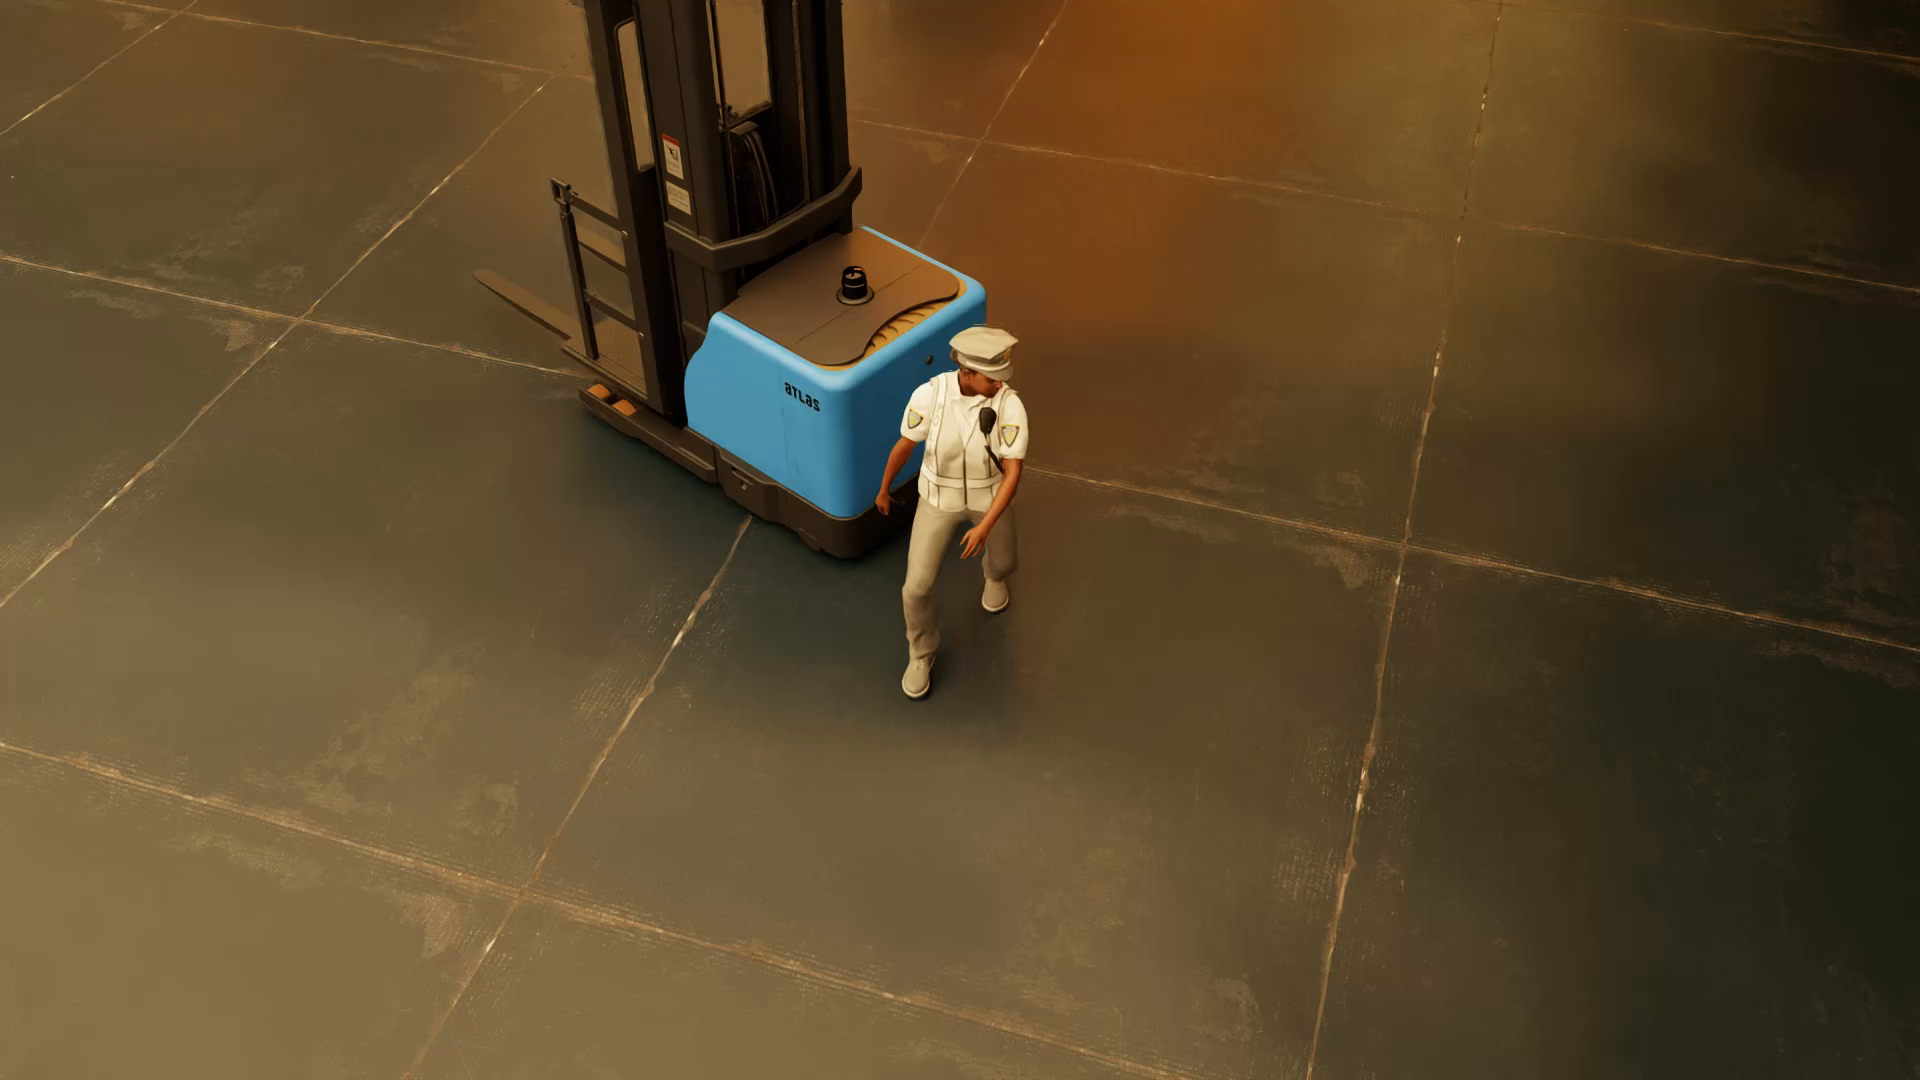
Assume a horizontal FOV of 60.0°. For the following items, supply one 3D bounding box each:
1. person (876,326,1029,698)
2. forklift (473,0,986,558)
[{"bbox_3d":[-0.039,-0.162,6.858,0.623,1.575,0.803,-2,43,-2],"label":"person"},{"bbox_3d":[-1.304,-1.855,7.683,3.031,2.935,1.130,31,51,29],"label":"forklift"}]
